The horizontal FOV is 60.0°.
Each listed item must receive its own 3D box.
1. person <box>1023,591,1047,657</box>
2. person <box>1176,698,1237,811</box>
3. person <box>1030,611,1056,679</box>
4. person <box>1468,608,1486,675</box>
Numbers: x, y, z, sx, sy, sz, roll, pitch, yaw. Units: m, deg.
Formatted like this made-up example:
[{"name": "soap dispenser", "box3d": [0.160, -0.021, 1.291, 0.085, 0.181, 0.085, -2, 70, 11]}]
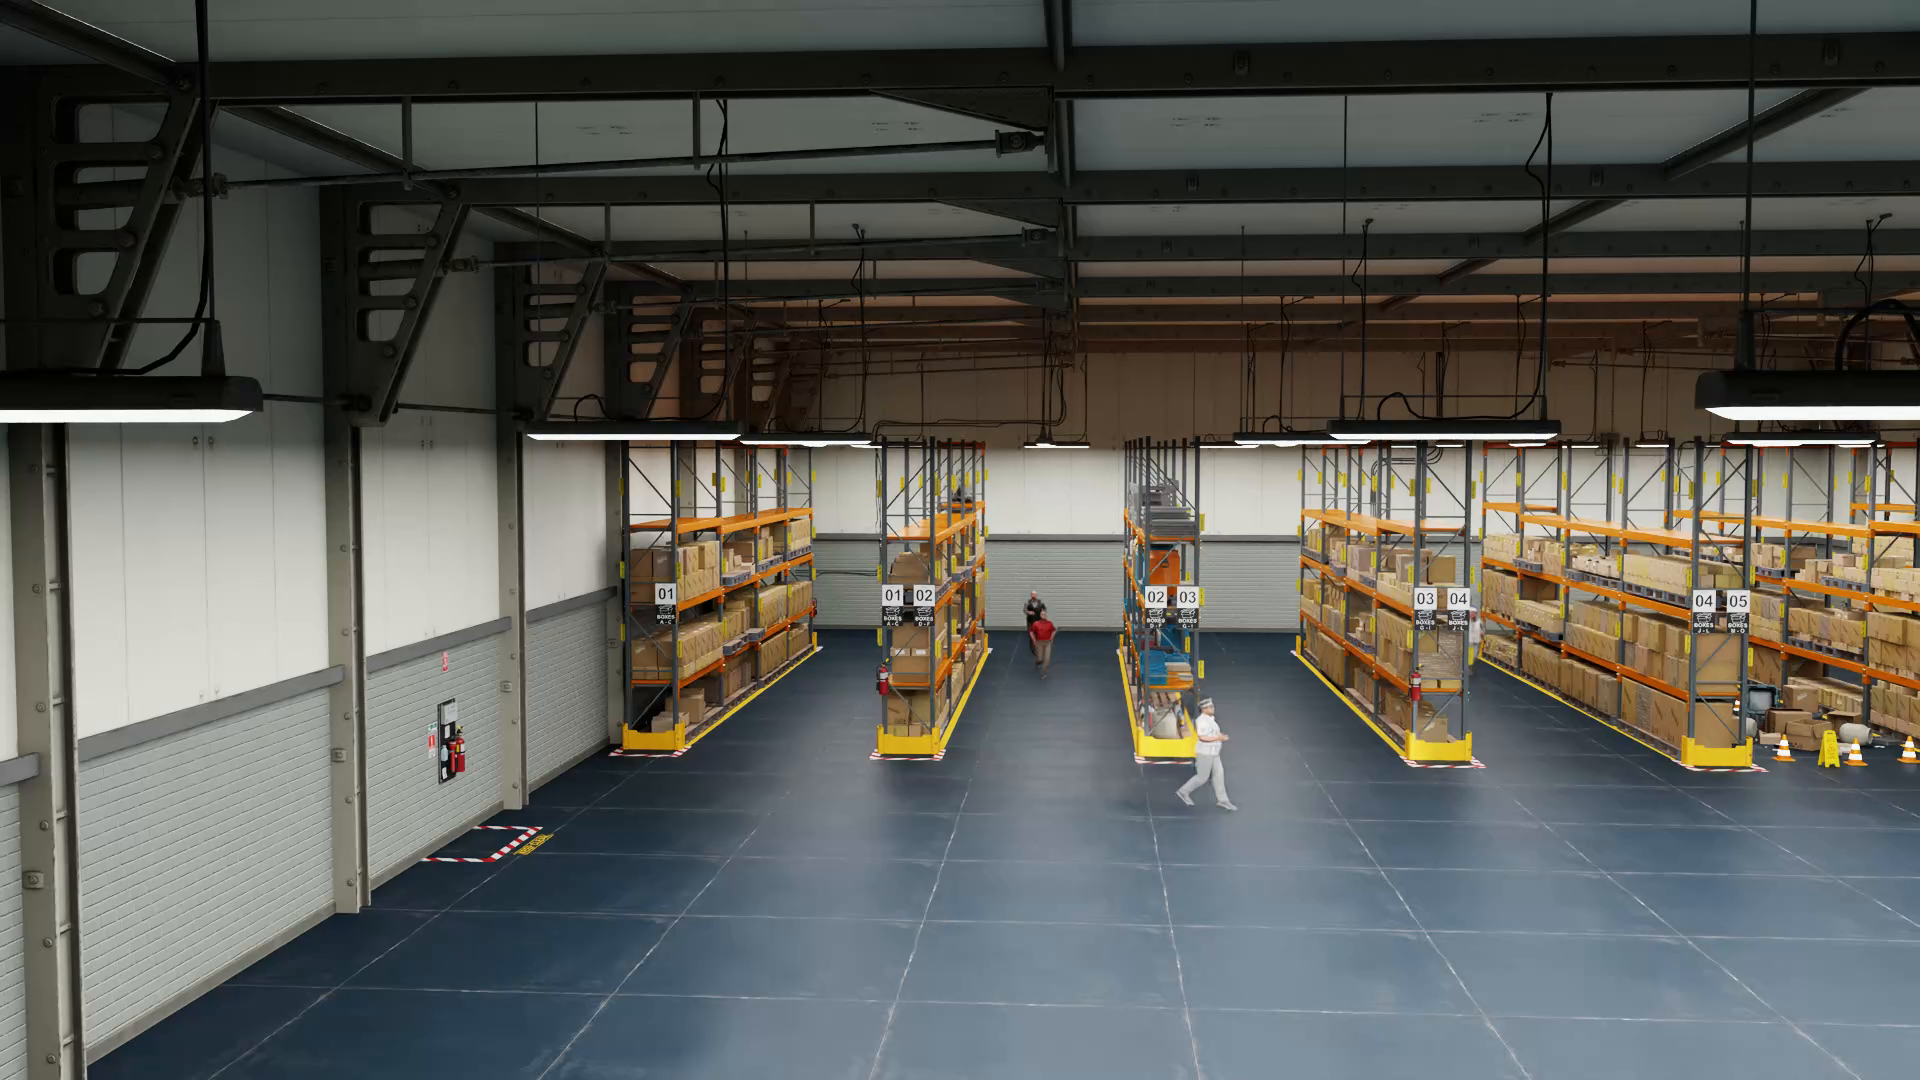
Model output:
[{"name": "person", "box3d": [1.988, 2.237, 44.140, 0.629, 1.784, 0.688, 0, 3, 3]}, {"name": "person", "box3d": [3.934, 3.397, 26.471, 0.966, 1.793, 0.659, 1, 3, 25]}, {"name": "person", "box3d": [2.082, 2.617, 41.629, 0.664, 1.686, 0.654, 0, 3, -8]}, {"name": "person", "box3d": [13.055, 2.590, 42.288, 0.645, 1.740, 0.584, 0, 3, 5]}]
